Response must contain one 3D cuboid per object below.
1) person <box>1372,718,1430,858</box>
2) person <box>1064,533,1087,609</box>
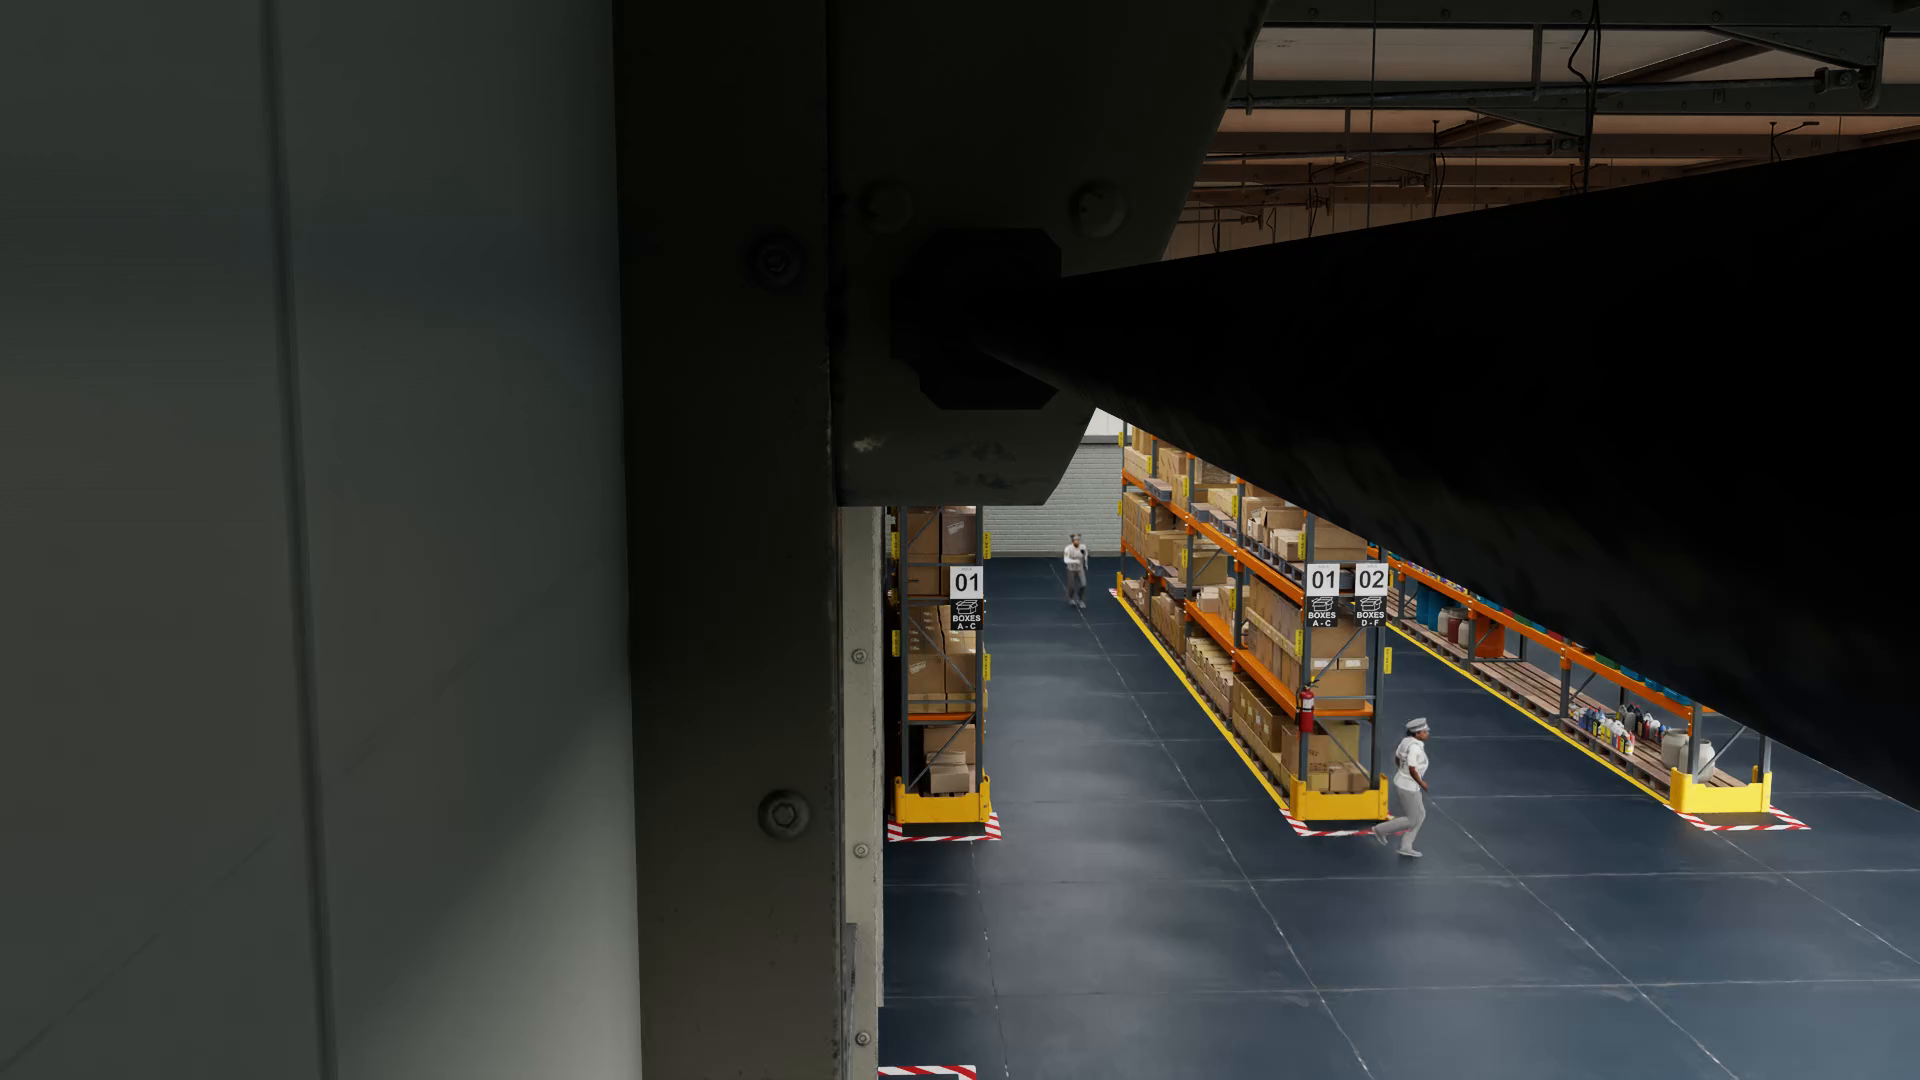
[{"bbox_3d":[5.087,2.847,19.198,0.614,1.636,0.563,1,8,9],"label":"person"},{"bbox_3d":[2.430,0.627,34.887,0.537,1.610,0.874,-1,8,-5],"label":"person"}]
